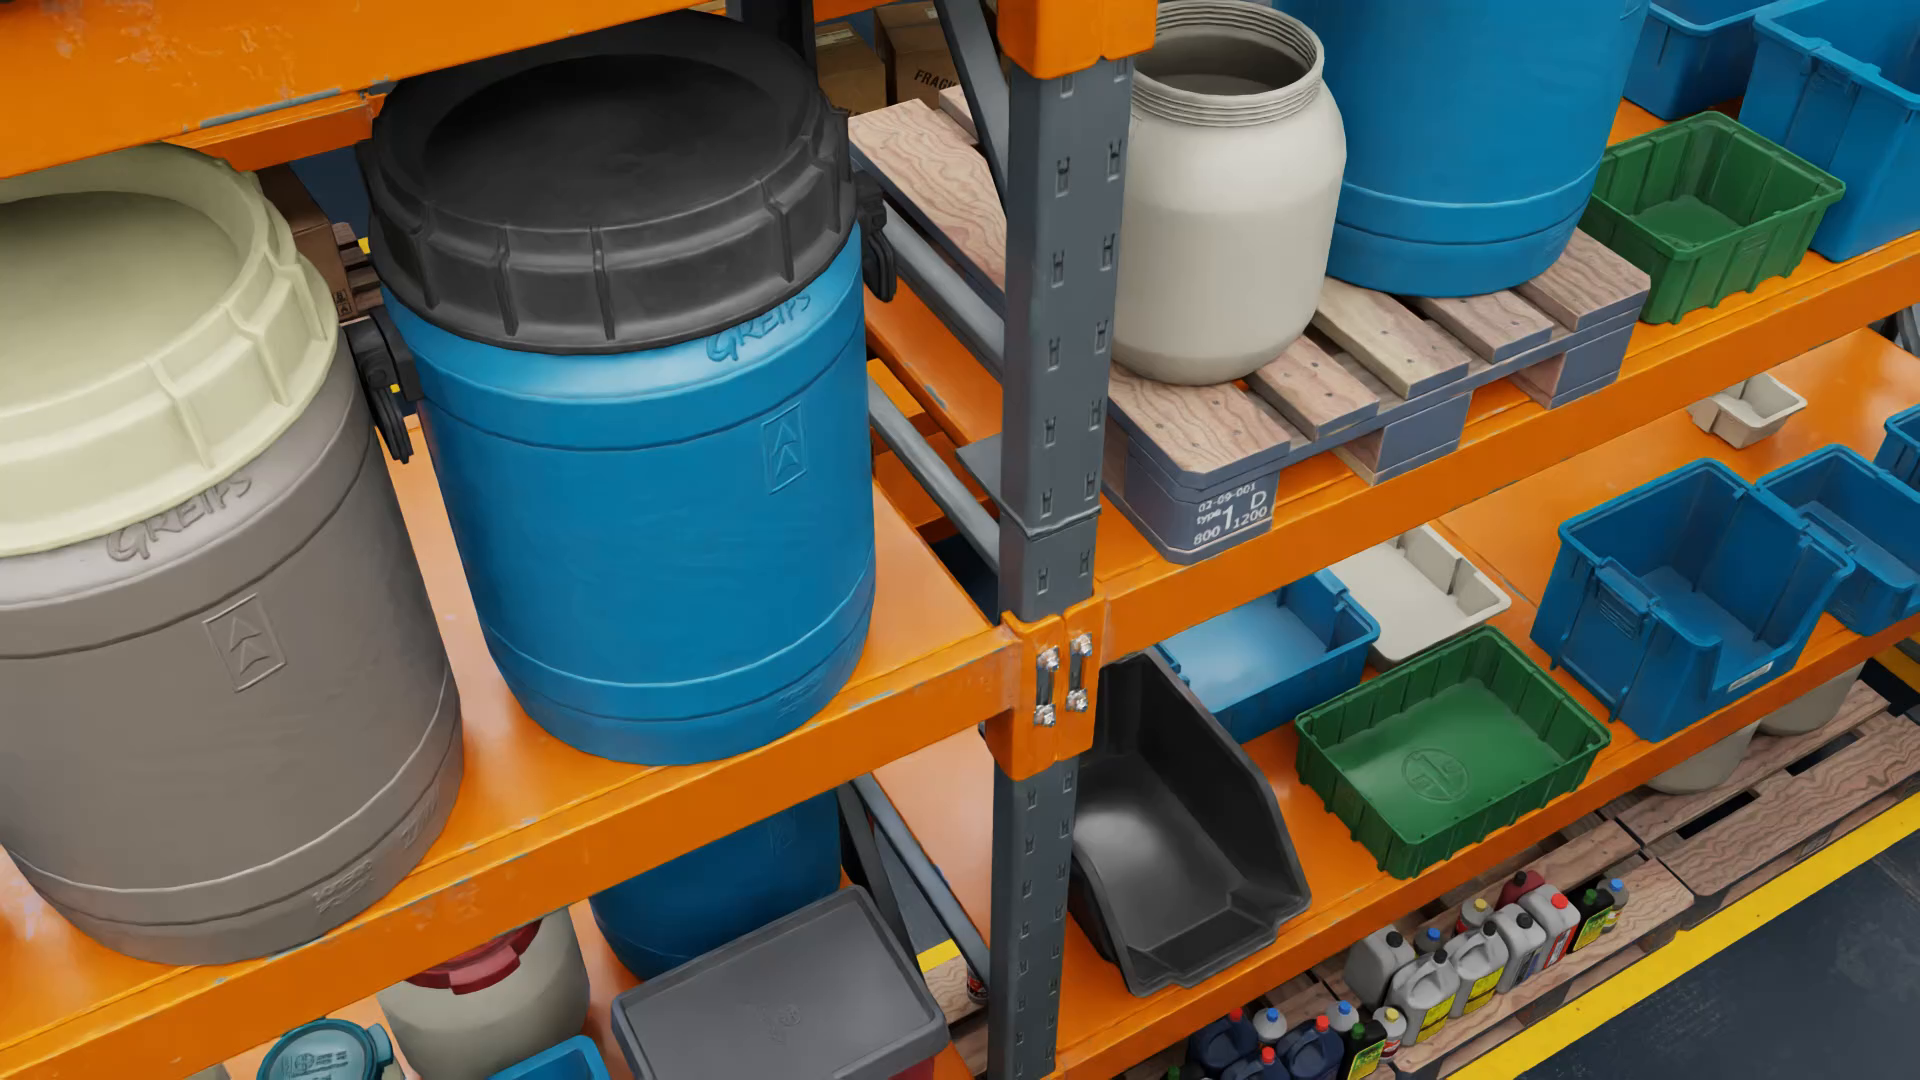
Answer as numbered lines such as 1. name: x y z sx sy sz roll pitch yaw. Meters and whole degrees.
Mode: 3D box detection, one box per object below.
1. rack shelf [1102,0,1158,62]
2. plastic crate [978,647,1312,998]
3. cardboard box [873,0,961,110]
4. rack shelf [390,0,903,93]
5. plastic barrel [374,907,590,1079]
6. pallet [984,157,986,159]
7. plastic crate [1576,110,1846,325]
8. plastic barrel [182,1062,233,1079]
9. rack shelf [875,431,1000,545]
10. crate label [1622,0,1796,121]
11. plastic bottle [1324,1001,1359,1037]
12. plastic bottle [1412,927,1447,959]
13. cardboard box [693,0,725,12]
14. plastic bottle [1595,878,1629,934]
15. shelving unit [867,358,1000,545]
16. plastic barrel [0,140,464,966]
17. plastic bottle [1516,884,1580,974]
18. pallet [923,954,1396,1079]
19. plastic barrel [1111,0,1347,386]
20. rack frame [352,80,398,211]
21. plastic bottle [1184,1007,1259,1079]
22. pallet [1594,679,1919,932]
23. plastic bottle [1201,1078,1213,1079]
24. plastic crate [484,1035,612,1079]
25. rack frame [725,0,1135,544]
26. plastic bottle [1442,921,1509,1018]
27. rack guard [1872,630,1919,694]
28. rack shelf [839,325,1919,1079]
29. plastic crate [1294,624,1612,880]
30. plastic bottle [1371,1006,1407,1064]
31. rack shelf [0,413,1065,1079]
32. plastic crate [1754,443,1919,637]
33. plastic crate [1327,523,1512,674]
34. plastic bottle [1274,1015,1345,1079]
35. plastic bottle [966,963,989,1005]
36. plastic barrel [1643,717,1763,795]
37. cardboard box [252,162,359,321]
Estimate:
1. rack shelf: 1.642 -1.687 2.831 4.000 0.370 1.077 -22 48 -21
2. plastic crate: 0.425 0.675 3.945 0.504 0.338 0.767 -22 48 -21
3. cardboard box: -0.142 -2.440 8.604 0.500 0.500 0.500 -10 45 -10
4. rack shelf: -0.825 -2.669 7.863 4.000 0.370 1.077 -22 48 -21
5. plastic barrel: -1.031 0.909 3.562 0.433 0.535 0.433 0 44 0
6. pallet: 0.121 -2.333 9.003 1.213 0.211 1.003 -22 48 -21
7. plastic crate: 1.412 -0.626 3.239 0.450 0.188 0.336 -22 48 -21
8. plastic barrel: -1.667 1.163 3.300 0.433 0.535 0.433 0 44 0
9. rack shelf: -0.006 -0.226 6.526 1.000 0.278 0.538 -22 48 -21
10. crate label: 1.589 -1.203 3.789 0.408 0.251 0.502 -22 48 -21
11. plastic bottle: 1.087 1.411 4.786 0.097 0.271 0.097 0 44 0
12. plastic bottle: 1.410 1.239 5.012 0.097 0.201 0.097 0 44 0
13. cardboard box: -1.152 -2.484 7.336 0.250 0.149 0.380 -22 48 -21
14. plastic bottle: 2.002 1.118 5.137 0.097 0.201 0.097 0 44 0
15. shelving unit: -0.006 -0.401 6.356 1.048 1.125 0.538 -22 48 -21
16. plastic barrel: -0.992 0.036 2.045 0.600 0.901 0.600 0 44 0
17. plastic bottle: 1.770 1.162 5.038 0.135 0.276 0.152 -21 48 -21
18. pallet: 0.511 1.551 5.001 1.213 0.211 1.003 -22 48 -21
19. plastic barrel: 0.379 -0.540 2.617 0.421 0.512 0.421 0 44 0
20. rack frame: -2.560 -2.233 6.897 0.127 3.000 1.000 -22 48 -21
21. plastic bottle: 0.743 1.434 4.705 0.185 0.351 0.144 -22 48 -21
22. pallet: 2.627 0.704 5.873 1.213 0.211 1.003 -22 48 -21
23. plastic bottle: 0.669 1.603 4.584 0.135 0.276 0.152 -20 48 -20
24. plastic crate: -0.894 1.334 3.233 0.575 0.384 0.392 -22 48 -21
25. rack frame: -0.092 -1.395 1.726 0.127 3.000 1.000 -22 48 -21
26. plastic bottle: 1.508 1.244 4.901 0.185 0.351 0.144 -20 48 -19
27. rack guard: 3.334 0.322 6.059 0.348 0.500 1.175 -22 48 -21
28. rack shelf: 1.642 0.322 4.781 4.000 0.370 1.077 -22 48 -21
29. plastic crate: 1.225 0.533 4.199 0.662 0.188 0.450 -22 48 -21
30. plastic bottle: 1.235 1.425 4.821 0.097 0.201 0.097 0 44 0
31. rack shelf: -1.826 0.634 2.306 4.000 0.370 1.077 -22 48 -21
32. plastic crate: 2.525 0.000 4.703 0.408 0.251 0.499 -22 48 -21
33. plastic crate: 1.190 0.136 4.645 0.437 0.136 0.530 -22 48 -21
34. plastic bottle: 0.978 1.456 4.682 0.185 0.351 0.144 -24 49 -23
35. plastic bottle: 0.067 1.290 4.960 0.097 0.201 0.097 0 44 0
36. plastic barrel: 2.409 0.561 5.503 0.421 0.512 0.421 0 44 0
37. cardboard box: -3.103 -1.294 7.408 0.500 0.500 0.700 -25 50 -24
